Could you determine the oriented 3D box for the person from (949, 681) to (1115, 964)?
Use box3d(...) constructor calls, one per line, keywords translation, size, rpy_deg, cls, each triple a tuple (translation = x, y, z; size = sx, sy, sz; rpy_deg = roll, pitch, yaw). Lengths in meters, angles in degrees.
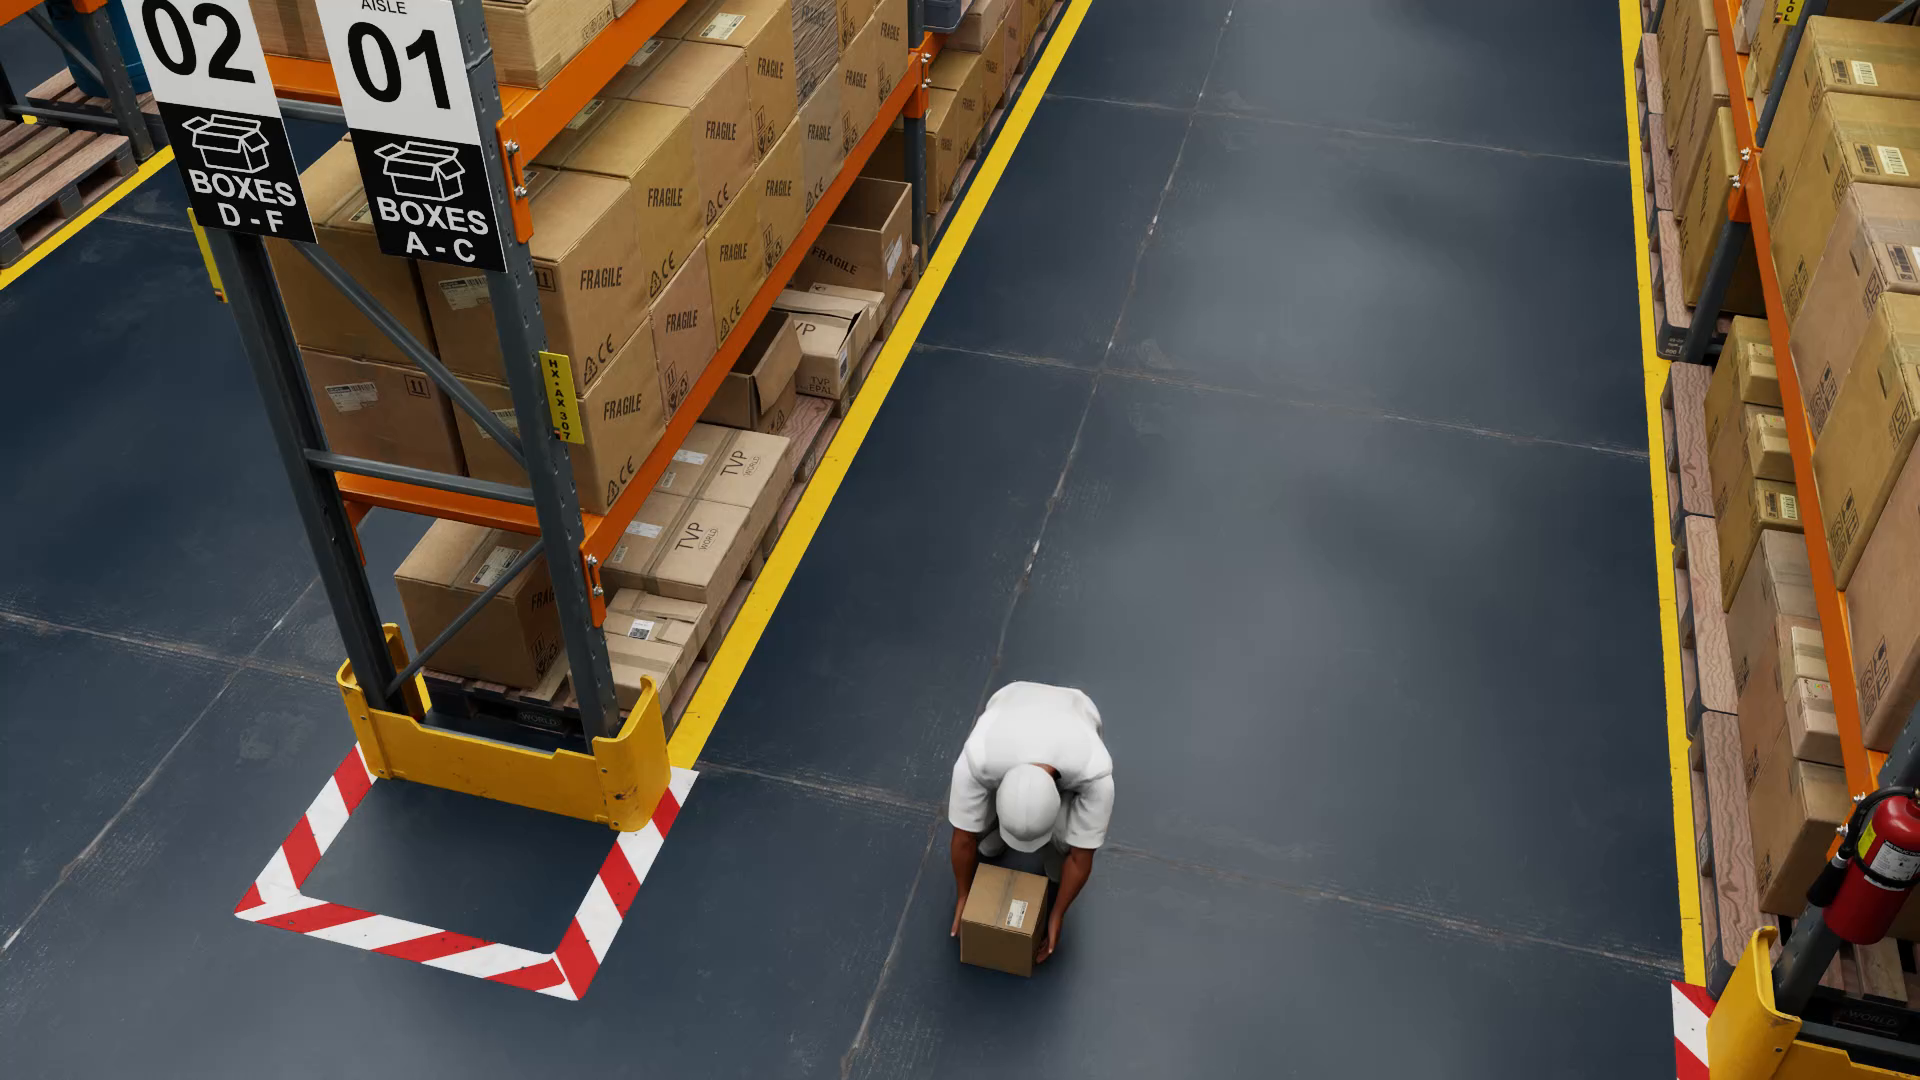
box3d(translation=(0.273, 0.874, 5.812), size=(0.562, 0.887, 0.897), rpy_deg=(10, 42, 11), cls="person")
